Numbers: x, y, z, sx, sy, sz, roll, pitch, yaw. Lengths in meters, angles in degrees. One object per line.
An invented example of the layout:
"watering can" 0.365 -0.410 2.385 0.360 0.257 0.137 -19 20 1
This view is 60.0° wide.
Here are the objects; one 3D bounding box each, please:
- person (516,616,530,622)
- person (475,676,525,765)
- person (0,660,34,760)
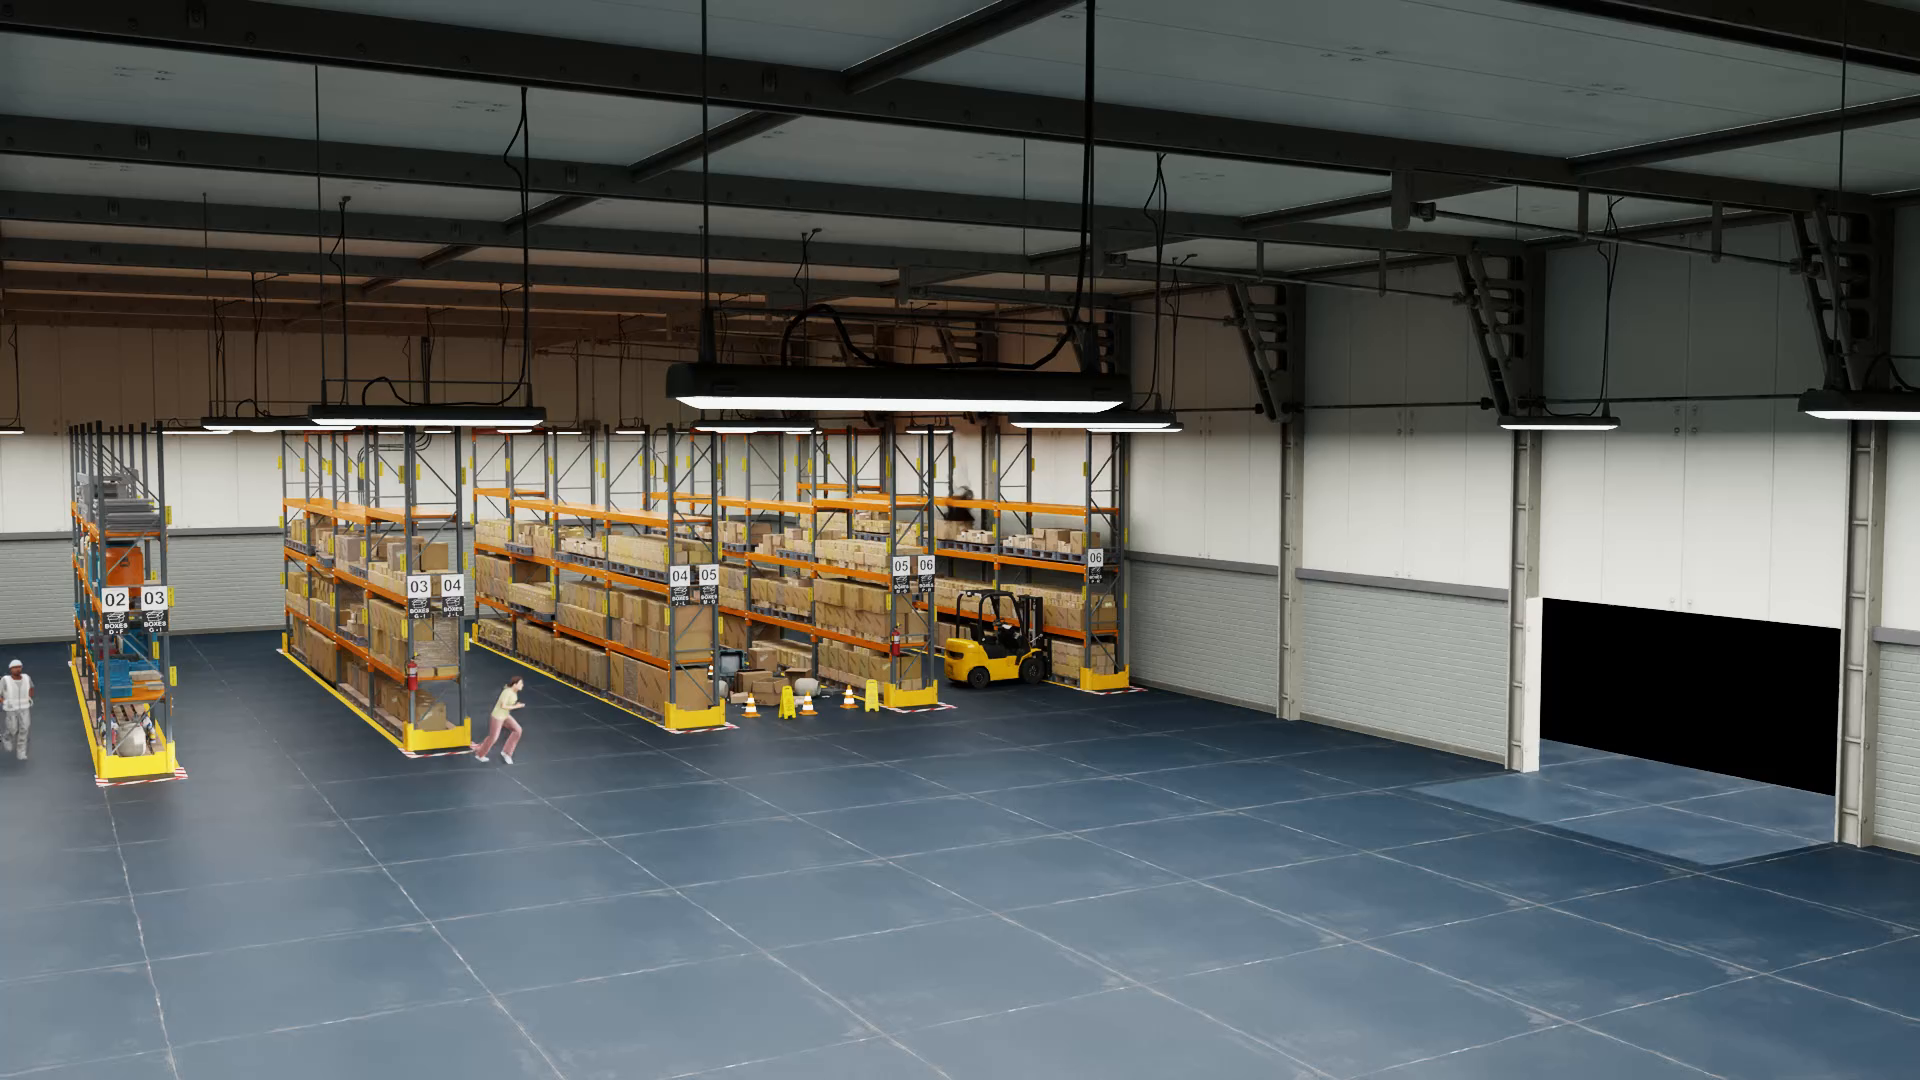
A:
"person" -12.808 1.926 48.079 0.815 1.659 0.744 1 4 22
"person" -8.050 3.157 29.143 0.940 1.584 0.613 0 4 7
"person" -16.792 3.008 29.593 0.833 1.757 0.681 3 5 42
